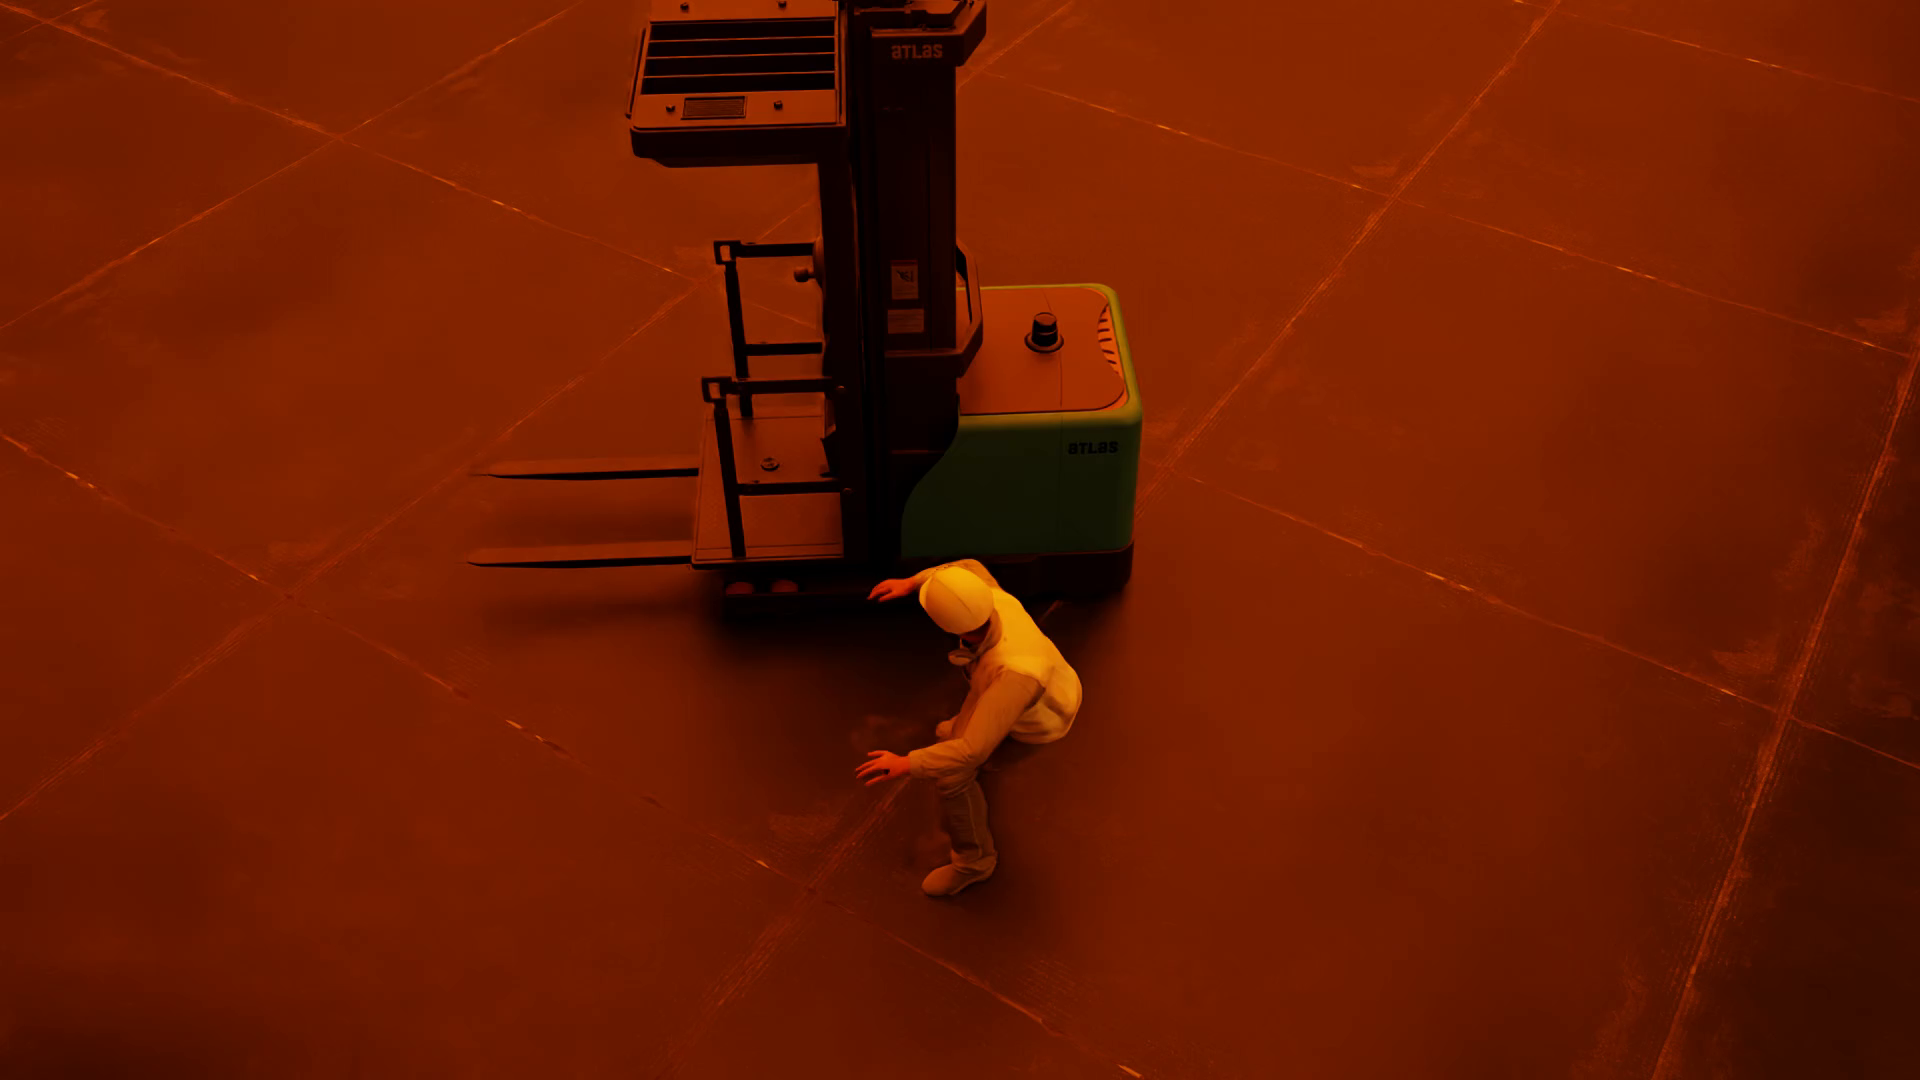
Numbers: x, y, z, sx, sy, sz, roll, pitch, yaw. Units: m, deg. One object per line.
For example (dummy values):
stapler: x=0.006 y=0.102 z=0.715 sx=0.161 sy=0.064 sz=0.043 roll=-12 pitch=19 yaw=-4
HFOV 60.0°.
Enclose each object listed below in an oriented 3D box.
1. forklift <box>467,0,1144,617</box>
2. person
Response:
forklift: x=-0.745 y=-1.089 z=6.997 sx=3.031 sy=2.935 sz=1.130 roll=-2 pitch=44 yaw=-2
person: x=-0.069 y=0.616 z=6.228 sx=1.069 sy=1.561 sz=0.909 roll=-34 pitch=53 yaw=-30
